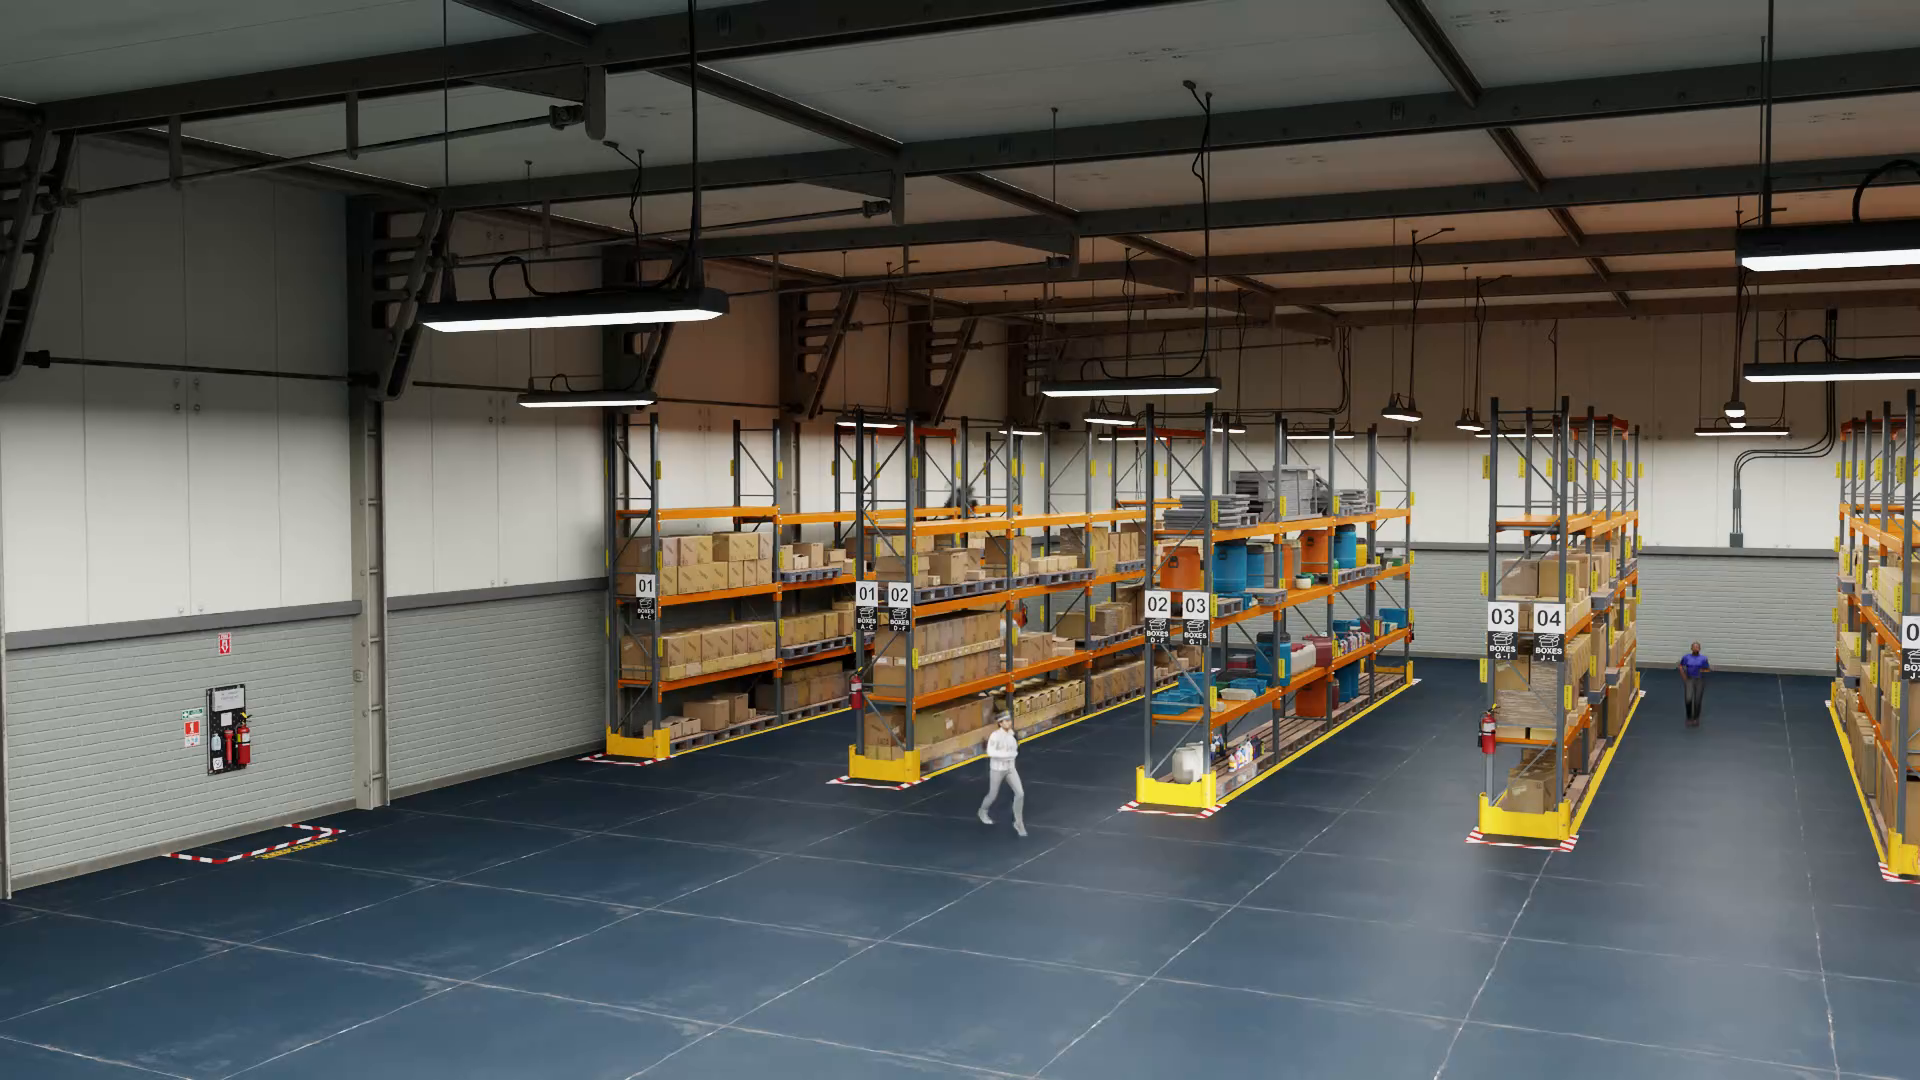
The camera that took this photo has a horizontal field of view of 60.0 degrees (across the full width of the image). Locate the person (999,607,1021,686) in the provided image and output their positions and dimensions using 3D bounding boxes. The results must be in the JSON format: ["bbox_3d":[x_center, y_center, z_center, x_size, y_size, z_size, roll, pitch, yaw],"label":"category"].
[{"bbox_3d":[1.019,2.342,36.996,0.584,1.703,1.083,1,3,22],"label":"person"}]

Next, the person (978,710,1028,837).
[{"bbox_3d":[0.549,3.205,22.954,0.581,1.749,0.885,-2,3,-37],"label":"person"}]

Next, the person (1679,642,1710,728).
[{"bbox_3d":[14.288,2.828,32.366,0.556,1.686,0.655,1,3,23],"label":"person"}]
